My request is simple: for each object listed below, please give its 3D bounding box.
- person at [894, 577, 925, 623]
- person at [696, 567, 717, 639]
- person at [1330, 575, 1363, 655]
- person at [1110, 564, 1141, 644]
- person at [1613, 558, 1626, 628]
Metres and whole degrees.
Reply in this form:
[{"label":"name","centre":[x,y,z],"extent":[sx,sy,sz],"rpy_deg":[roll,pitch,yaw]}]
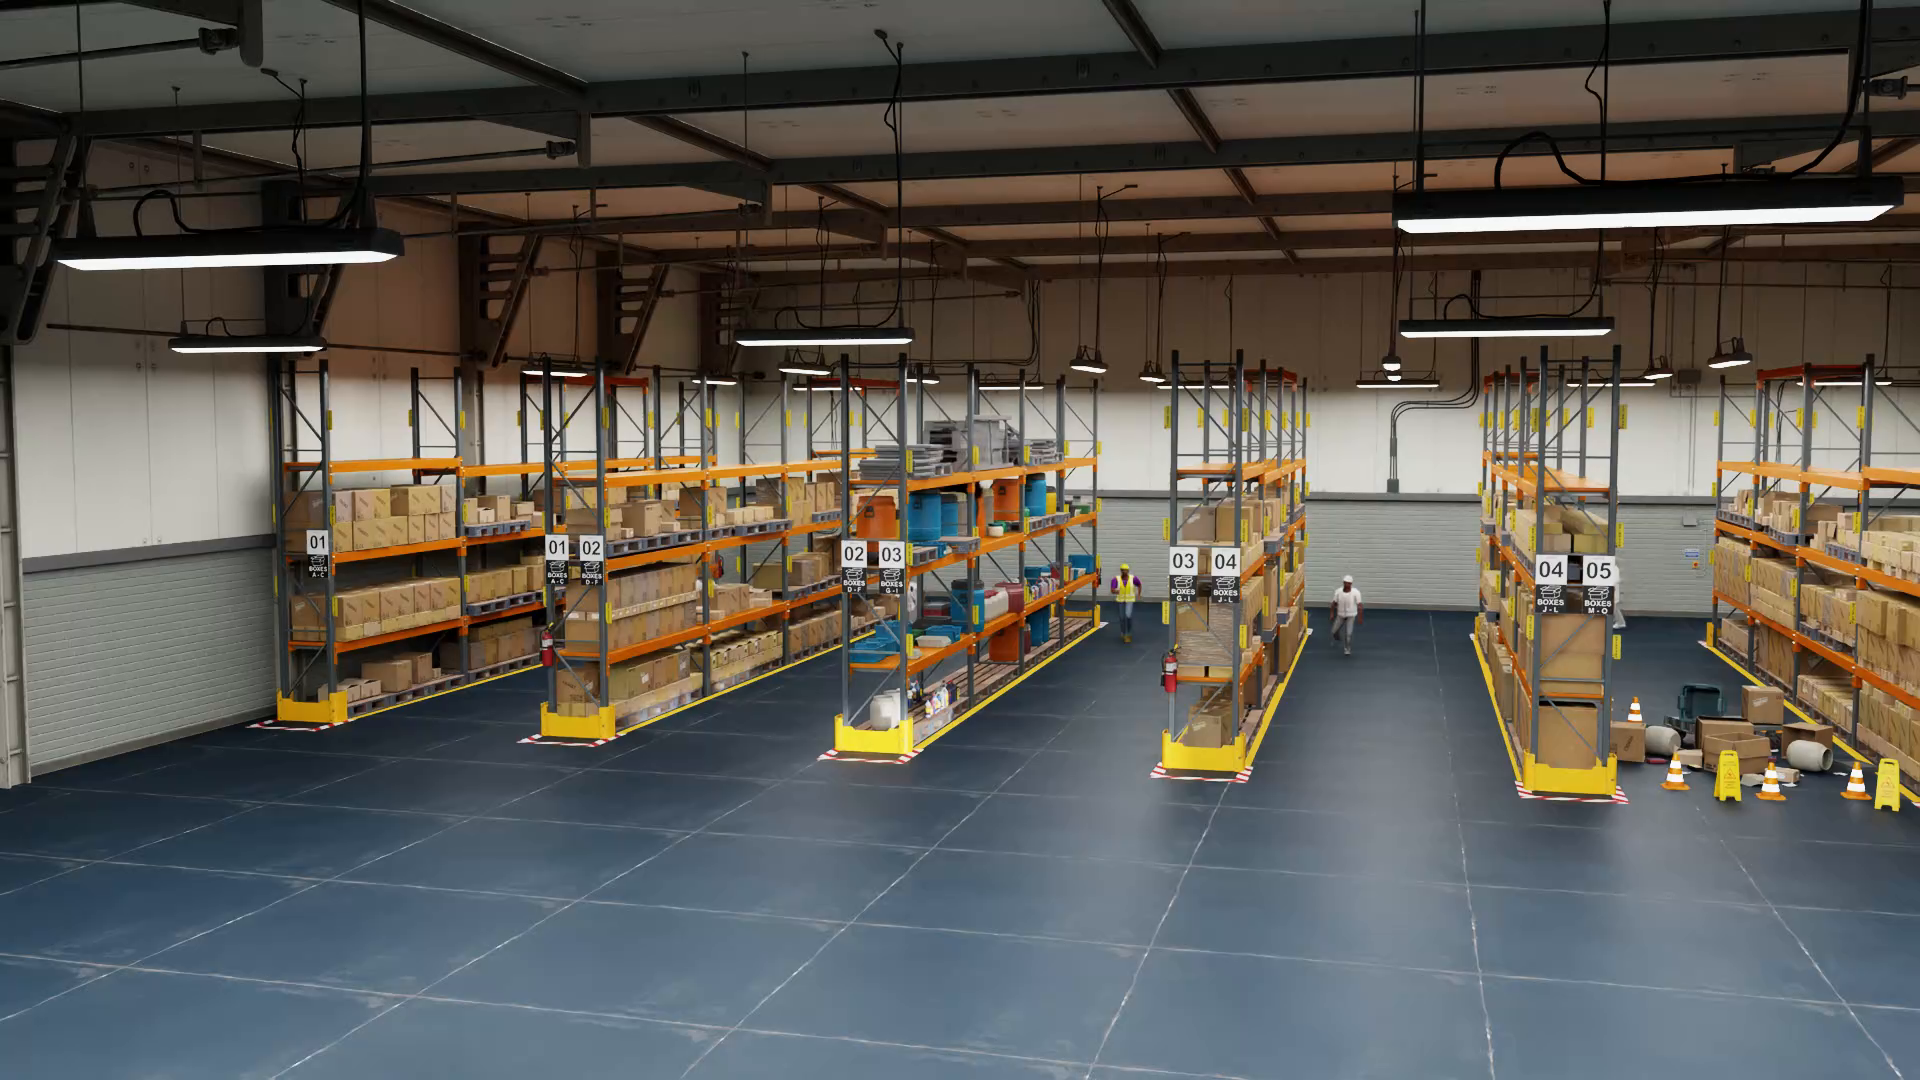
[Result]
[{"label":"person","centre":[-1.024,1.469,33.494],"extent":[0.578,1.766,0.844],"rpy_deg":[2,4,21]},{"label":"person","centre":[-5.756,1.465,37.353],"extent":[0.565,1.740,0.846],"rpy_deg":[1,4,14]},{"label":"person","centre":[8.240,1.587,35.505],"extent":[0.766,1.704,0.660],"rpy_deg":[2,5,28]},{"label":"person","centre":[3.724,1.431,37.481],"extent":[0.672,1.811,0.828],"rpy_deg":[1,4,13]},{"label":"person","centre":[15.562,1.265,39.801],"extent":[0.792,1.812,0.688],"rpy_deg":[0,4,-3]}]
